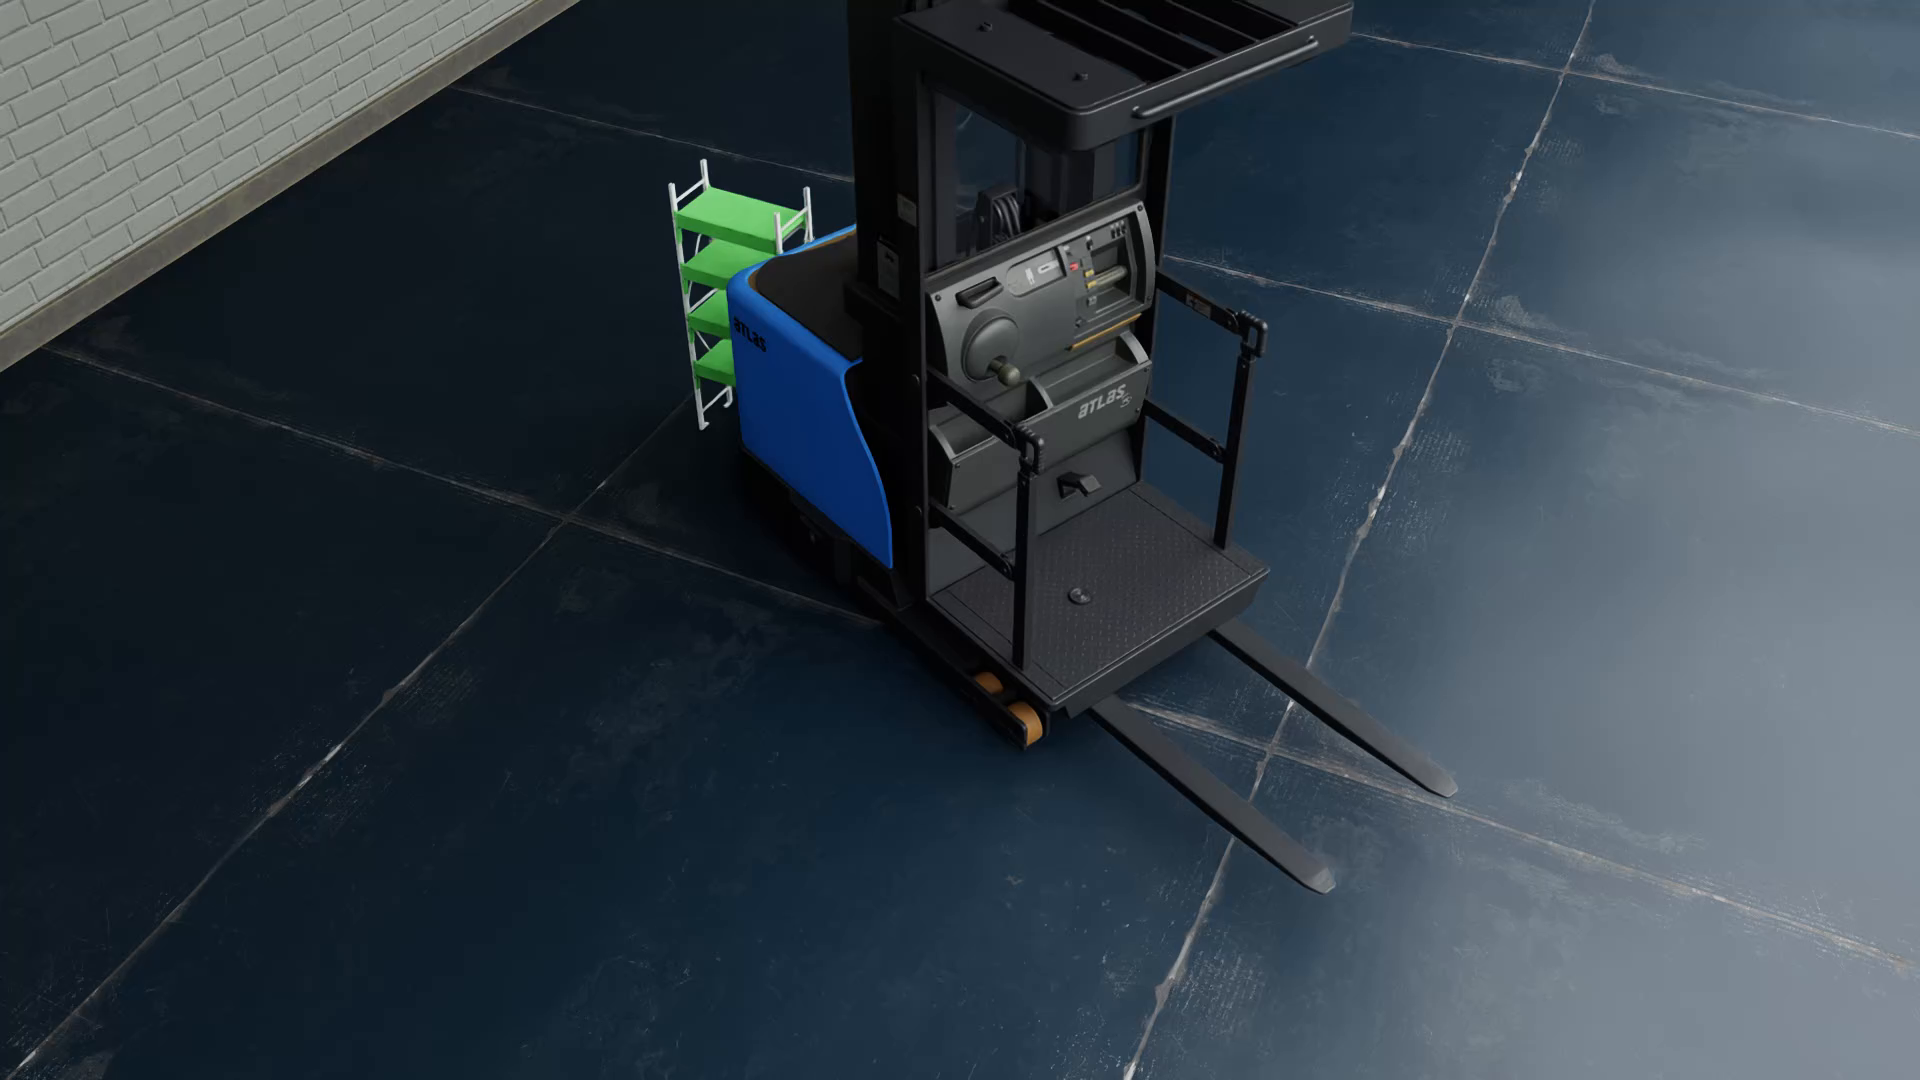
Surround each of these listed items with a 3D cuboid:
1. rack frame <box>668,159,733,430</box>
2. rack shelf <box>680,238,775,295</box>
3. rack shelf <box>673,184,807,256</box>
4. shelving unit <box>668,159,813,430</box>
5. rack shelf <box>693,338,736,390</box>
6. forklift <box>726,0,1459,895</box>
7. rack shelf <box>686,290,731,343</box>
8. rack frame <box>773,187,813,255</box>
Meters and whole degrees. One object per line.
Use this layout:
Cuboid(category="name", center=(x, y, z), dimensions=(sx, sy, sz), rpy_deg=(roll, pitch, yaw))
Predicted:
Cuboid(category="rack frame", center=(-1.083, -1.008, 6.997), dimensions=(0.015, 1.200, 0.240), rpy_deg=(19, 44, 21))
Cuboid(category="rack shelf", center=(-0.867, -1.067, 6.796), dimensions=(0.480, 0.148, 0.258), rpy_deg=(19, 44, 21))
Cuboid(category="rack shelf", center=(-0.867, -1.248, 6.639), dimensions=(0.480, 0.148, 0.258), rpy_deg=(19, 44, 21))
Cuboid(category="shelving unit", center=(-0.867, -0.934, 6.911), dimensions=(0.503, 1.200, 0.258), rpy_deg=(19, 44, 21))
Cuboid(category="rack shelf", center=(-0.867, -0.704, 7.110), dimensions=(0.480, 0.148, 0.258), rpy_deg=(19, 44, 21))
Cuboid(category="forklift", center=(0.423, -0.746, 5.373), dimensions=(1.130, 2.935, 3.031), rpy_deg=(-28, 48, -29))
Cuboid(category="rack shelf", center=(-0.867, -0.886, 6.953), dimensions=(0.480, 0.148, 0.258), rpy_deg=(19, 44, 21))
Cuboid(category="rack frame", center=(-0.651, -0.859, 6.825), dimensions=(0.015, 1.200, 0.240), rpy_deg=(19, 44, 21))
